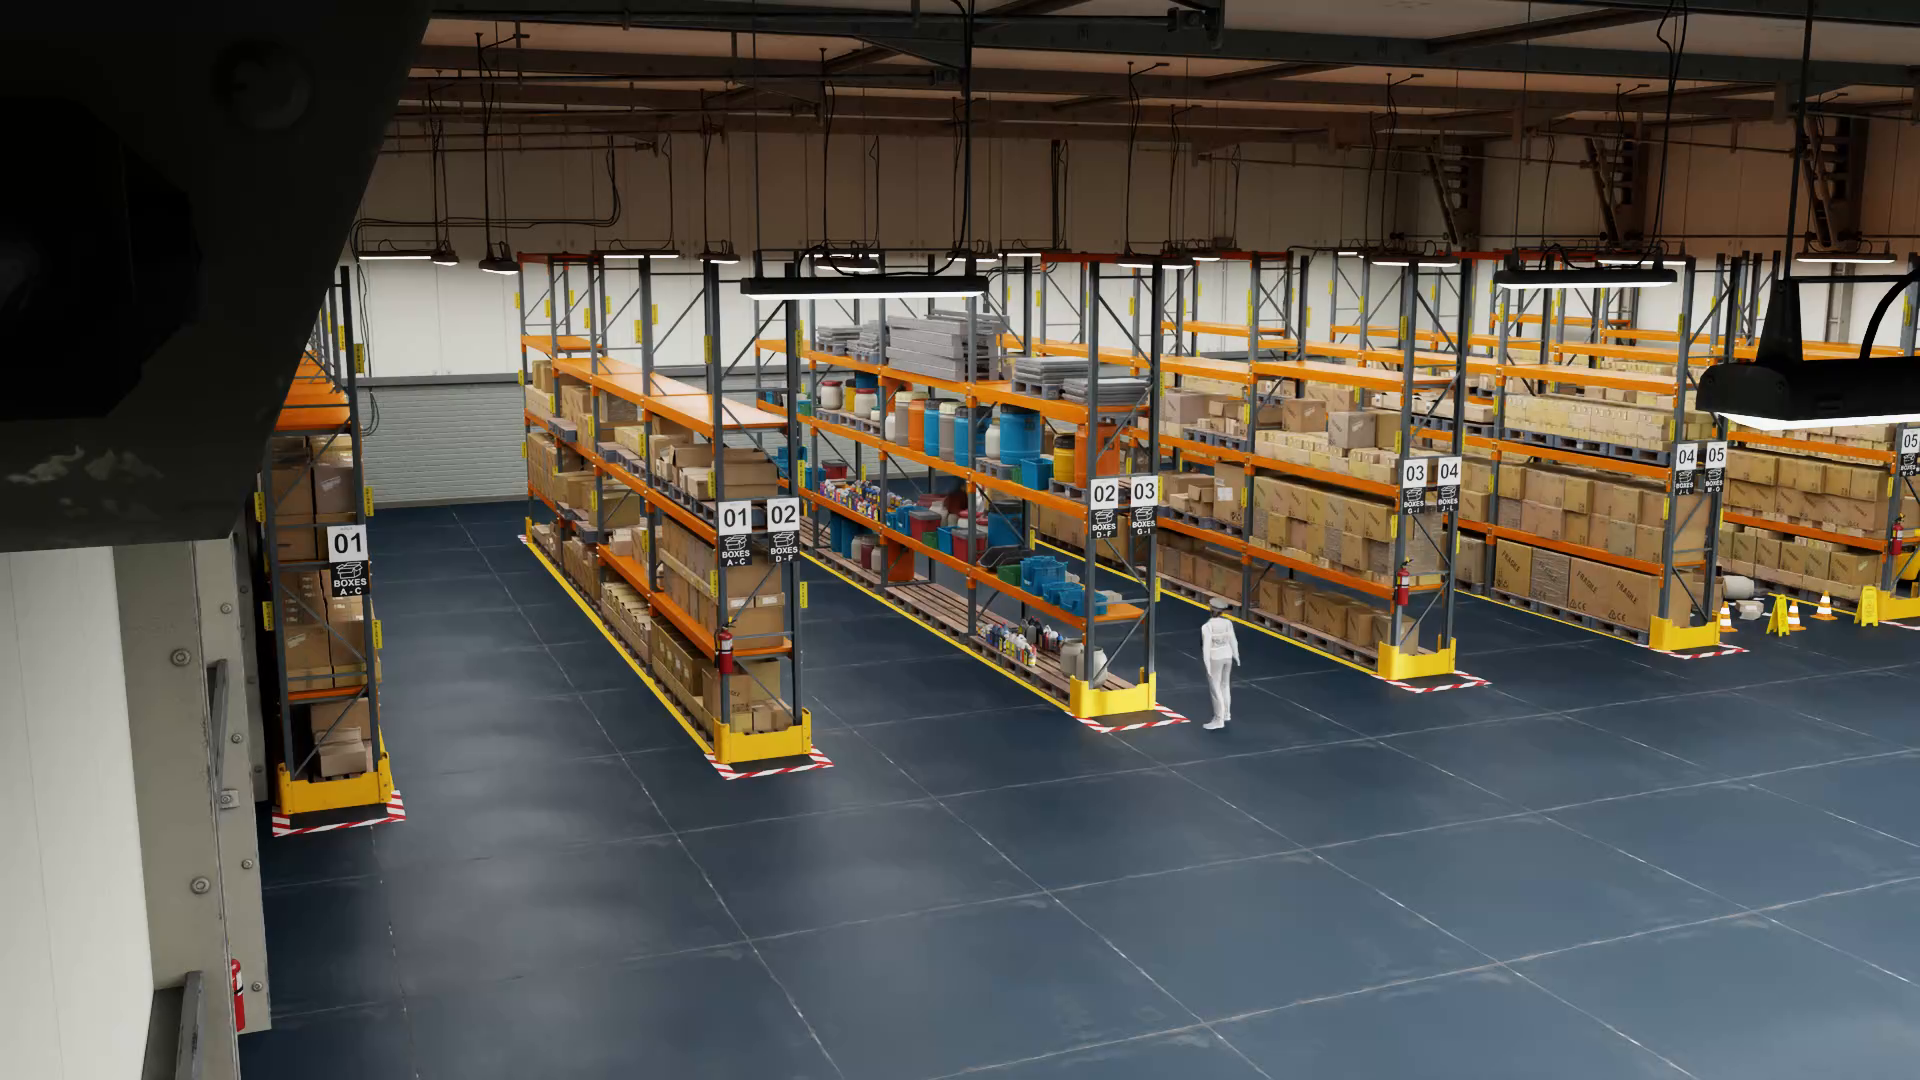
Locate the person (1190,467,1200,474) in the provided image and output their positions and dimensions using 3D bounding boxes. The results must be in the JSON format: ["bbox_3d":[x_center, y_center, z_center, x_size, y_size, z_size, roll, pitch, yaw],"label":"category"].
[{"bbox_3d":[4.882,-0.802,34.974,0.505,1.508,0.768,-3,11,-18],"label":"person"}]

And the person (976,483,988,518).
[{"bbox_3d":[0.380,-0.930,34.955,0.349,1.730,0.564,-4,11,-21],"label":"person"}]

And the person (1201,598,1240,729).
[{"bbox_3d":[3.386,1.593,21.651,0.638,1.695,0.434,-6,12,-31],"label":"person"}]
